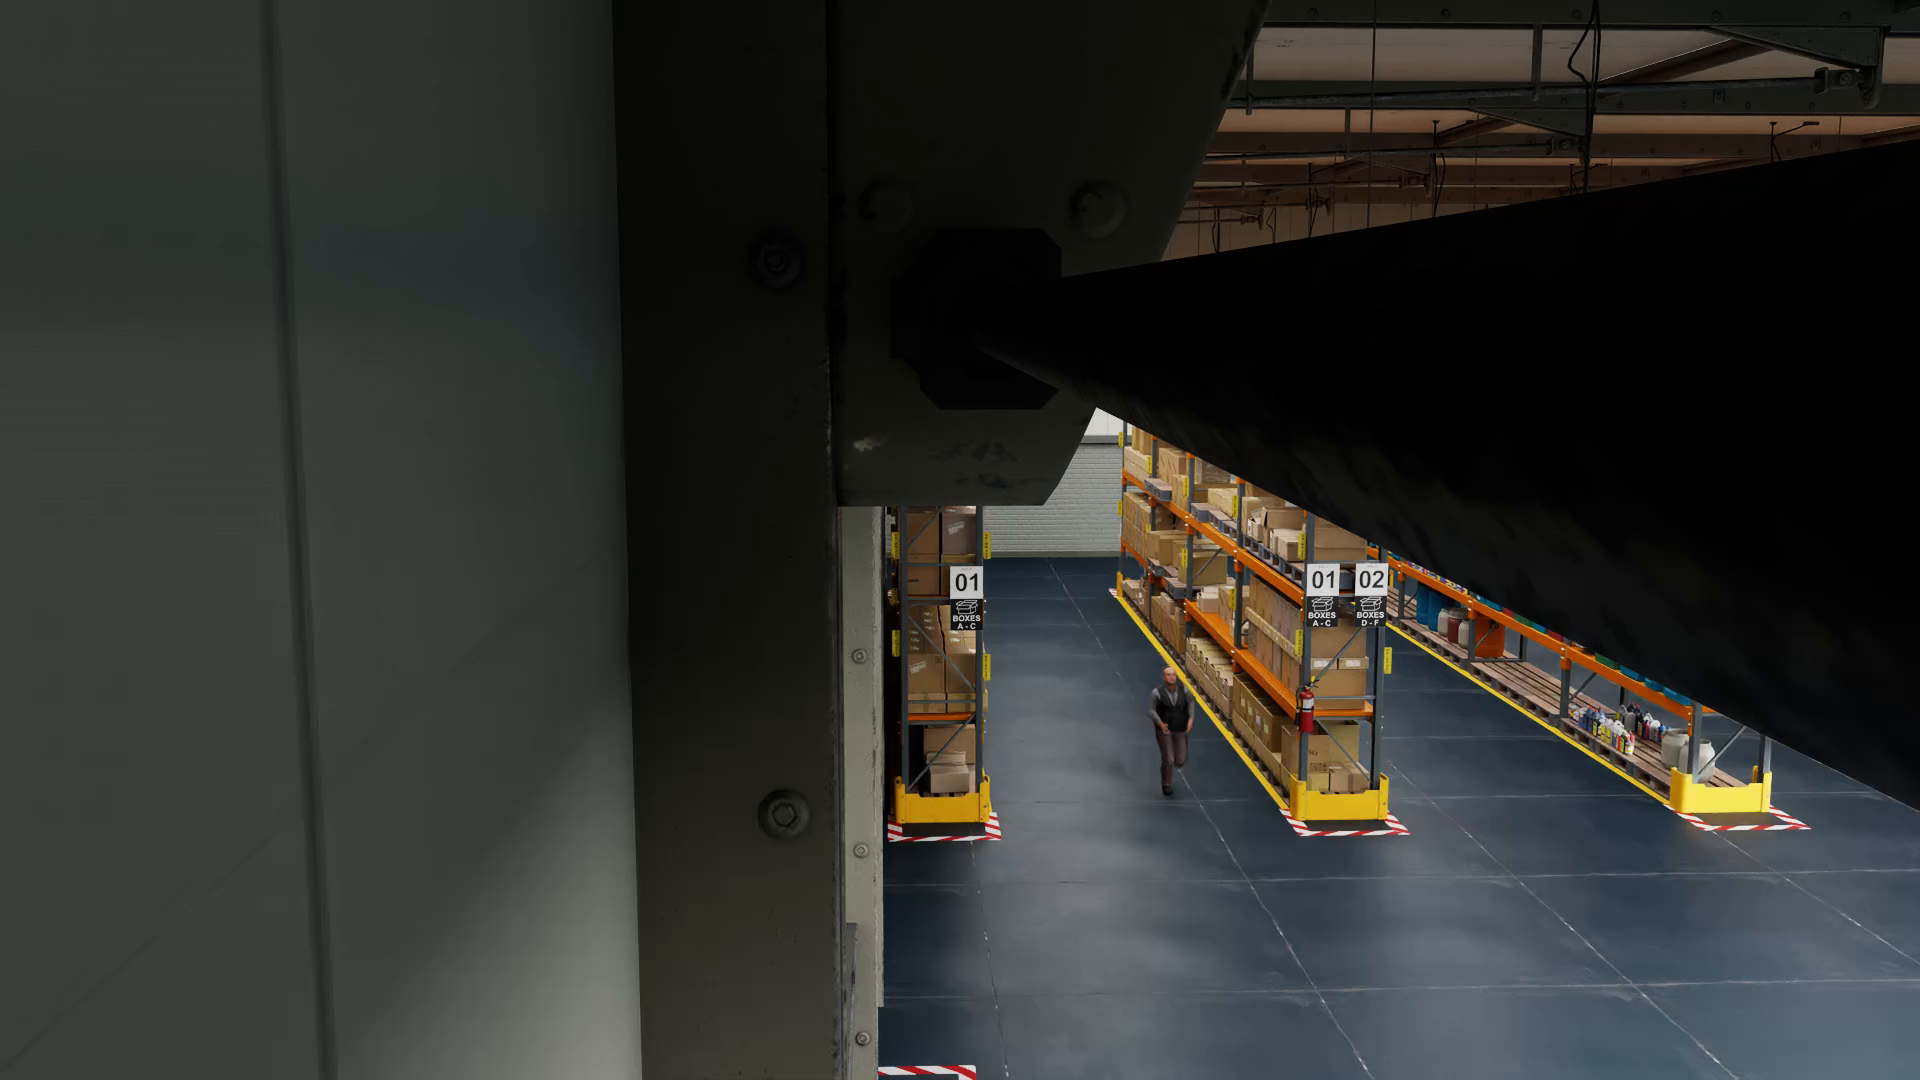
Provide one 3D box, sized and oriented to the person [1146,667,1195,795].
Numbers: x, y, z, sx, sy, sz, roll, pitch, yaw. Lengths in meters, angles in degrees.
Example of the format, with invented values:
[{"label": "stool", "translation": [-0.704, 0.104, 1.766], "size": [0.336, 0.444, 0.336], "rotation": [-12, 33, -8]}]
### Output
[{"label": "person", "translation": [2.750, 2.508, 21.658], "size": [0.674, 1.615, 0.653], "rotation": [-1, 8, -9]}]
